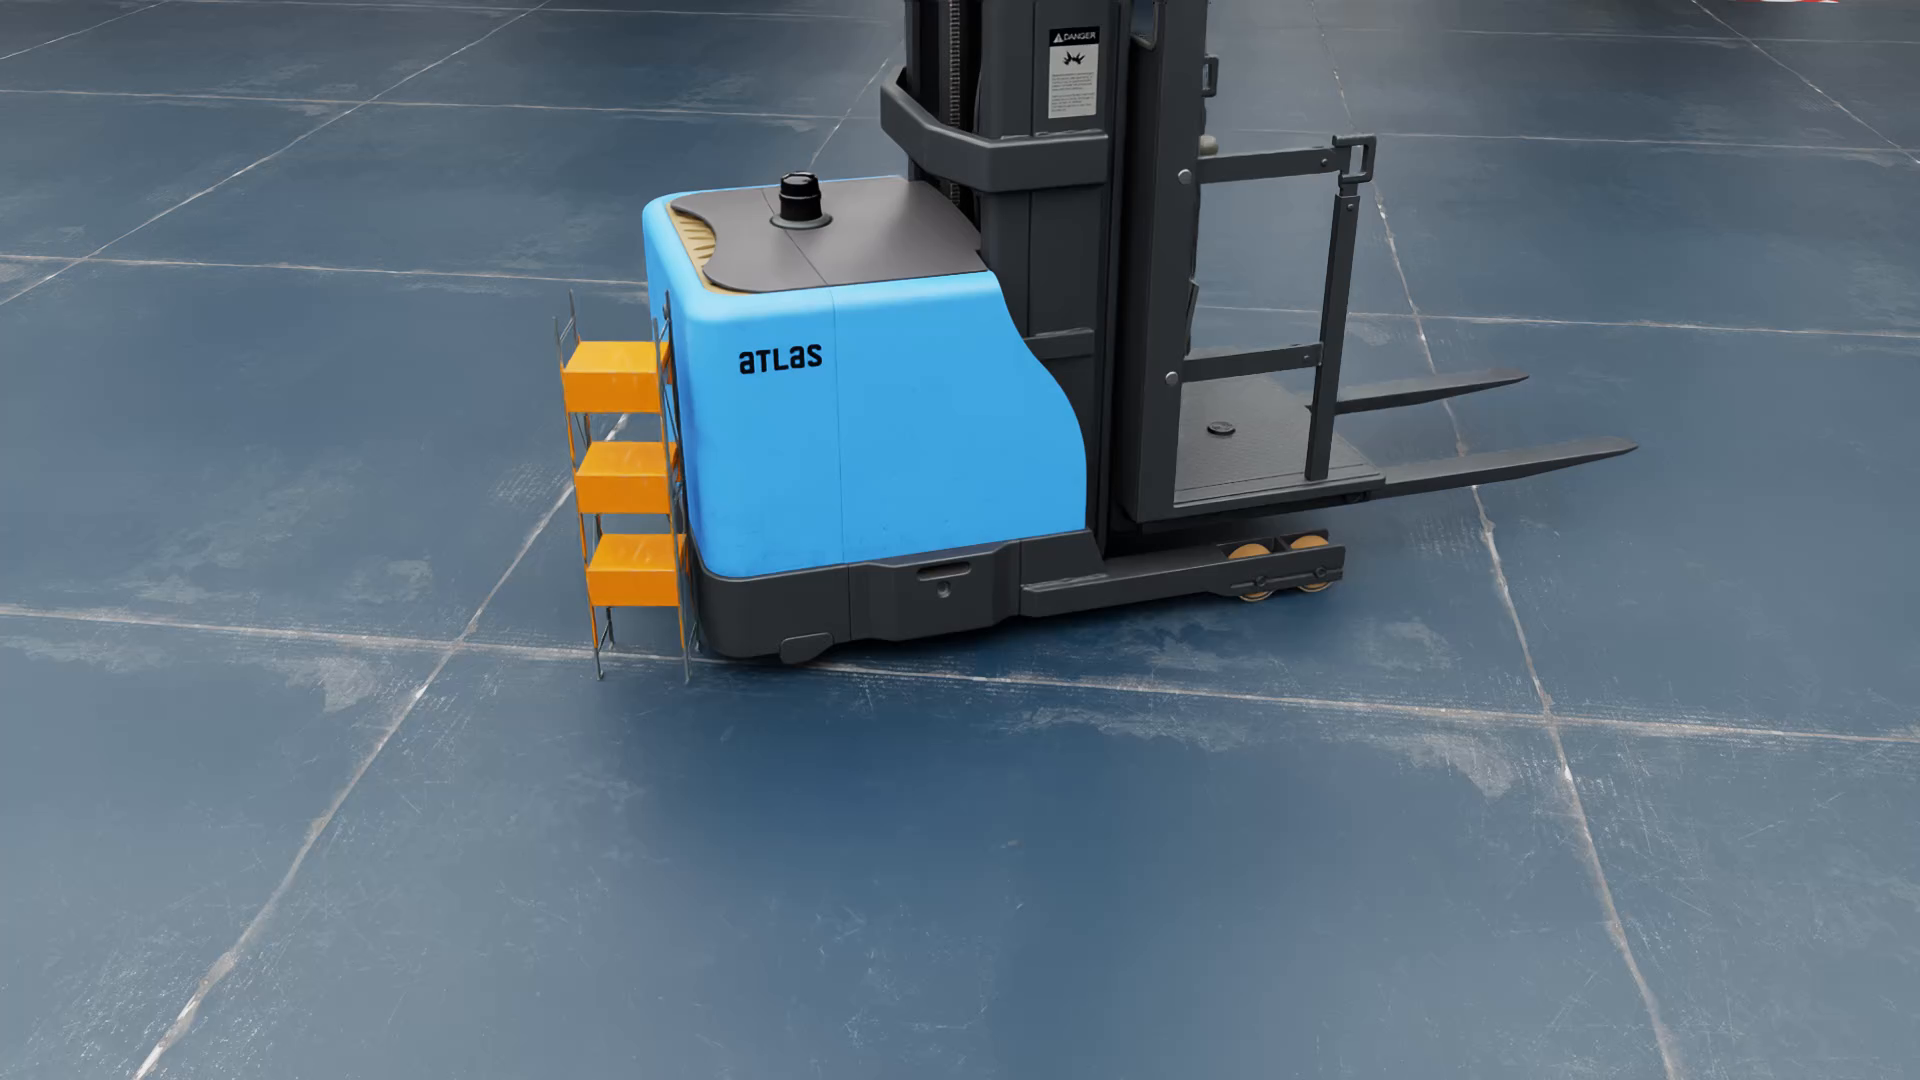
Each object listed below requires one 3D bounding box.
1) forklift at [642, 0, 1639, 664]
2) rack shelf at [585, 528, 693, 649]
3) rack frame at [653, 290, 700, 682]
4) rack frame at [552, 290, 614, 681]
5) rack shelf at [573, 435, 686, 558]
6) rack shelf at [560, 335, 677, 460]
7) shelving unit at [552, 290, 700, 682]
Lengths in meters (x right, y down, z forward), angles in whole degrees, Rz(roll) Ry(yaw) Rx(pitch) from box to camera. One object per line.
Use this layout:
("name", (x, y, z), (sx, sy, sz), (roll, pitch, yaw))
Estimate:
("forklift", (0.636, -1.340, 4.647), (3.031, 2.935, 1.130), (-8, 29, -15))
("rack shelf", (-0.863, 0.130, 4.510), (0.240, 0.259, 0.215), (0, 28, 1))
("rack frame", (-0.741, -0.124, 4.372), (0.008, 1.050, 0.200), (0, 28, 1))
("rack frame", (-0.985, -0.125, 4.375), (0.008, 1.050, 0.200), (0, 28, 1))
("rack shelf", (-0.863, -0.115, 4.379), (0.240, 0.259, 0.215), (0, 28, 1))
("rack shelf", (-0.863, -0.365, 4.244), (0.240, 0.259, 0.215), (0, 28, 1))
("shelving unit", (-0.863, -0.124, 4.374), (0.252, 1.050, 0.215), (0, 28, 1))
